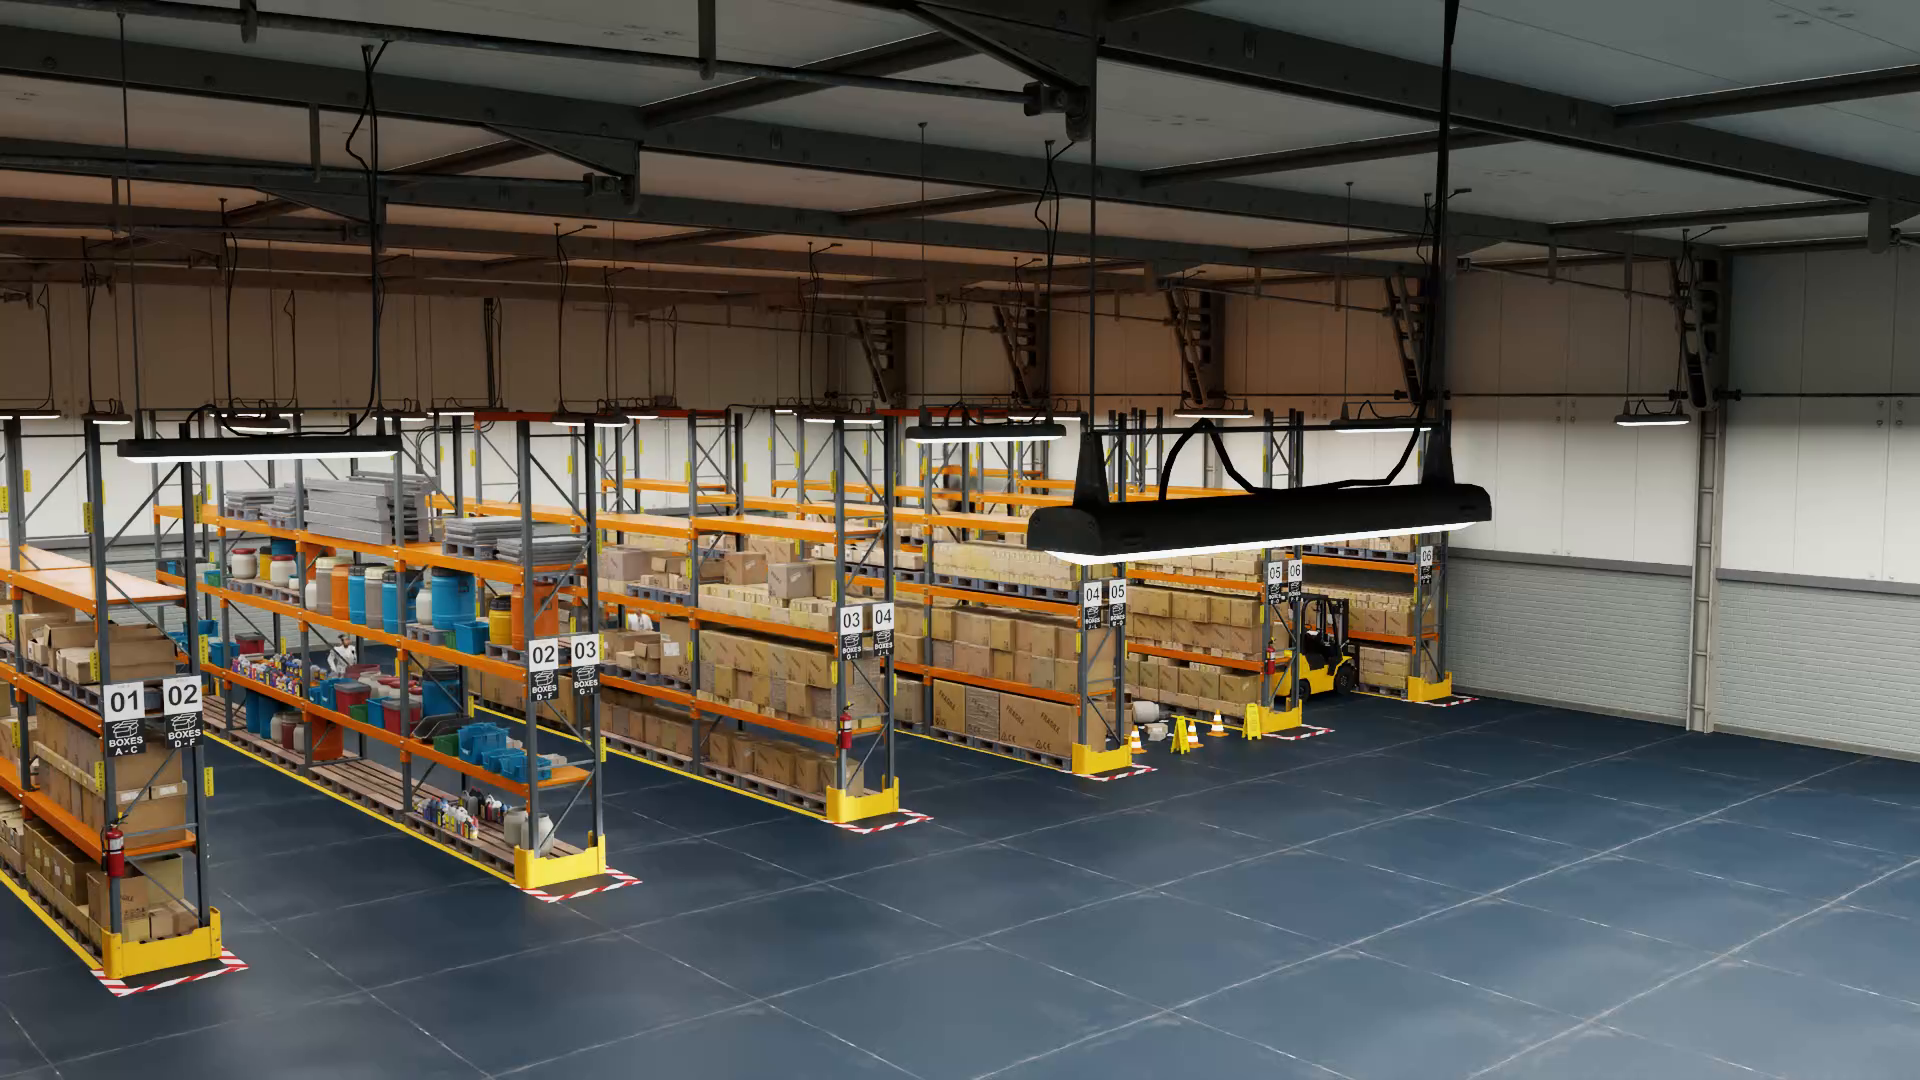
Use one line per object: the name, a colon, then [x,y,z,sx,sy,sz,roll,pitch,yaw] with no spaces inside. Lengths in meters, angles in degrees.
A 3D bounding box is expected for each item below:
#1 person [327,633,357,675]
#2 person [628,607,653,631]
person: [-12.117,2.635,32.727,0.831,1.676,0.599,5,7,44]
person: [-6.990,2.267,36.072,0.685,1.819,1.001,-4,6,-39]
